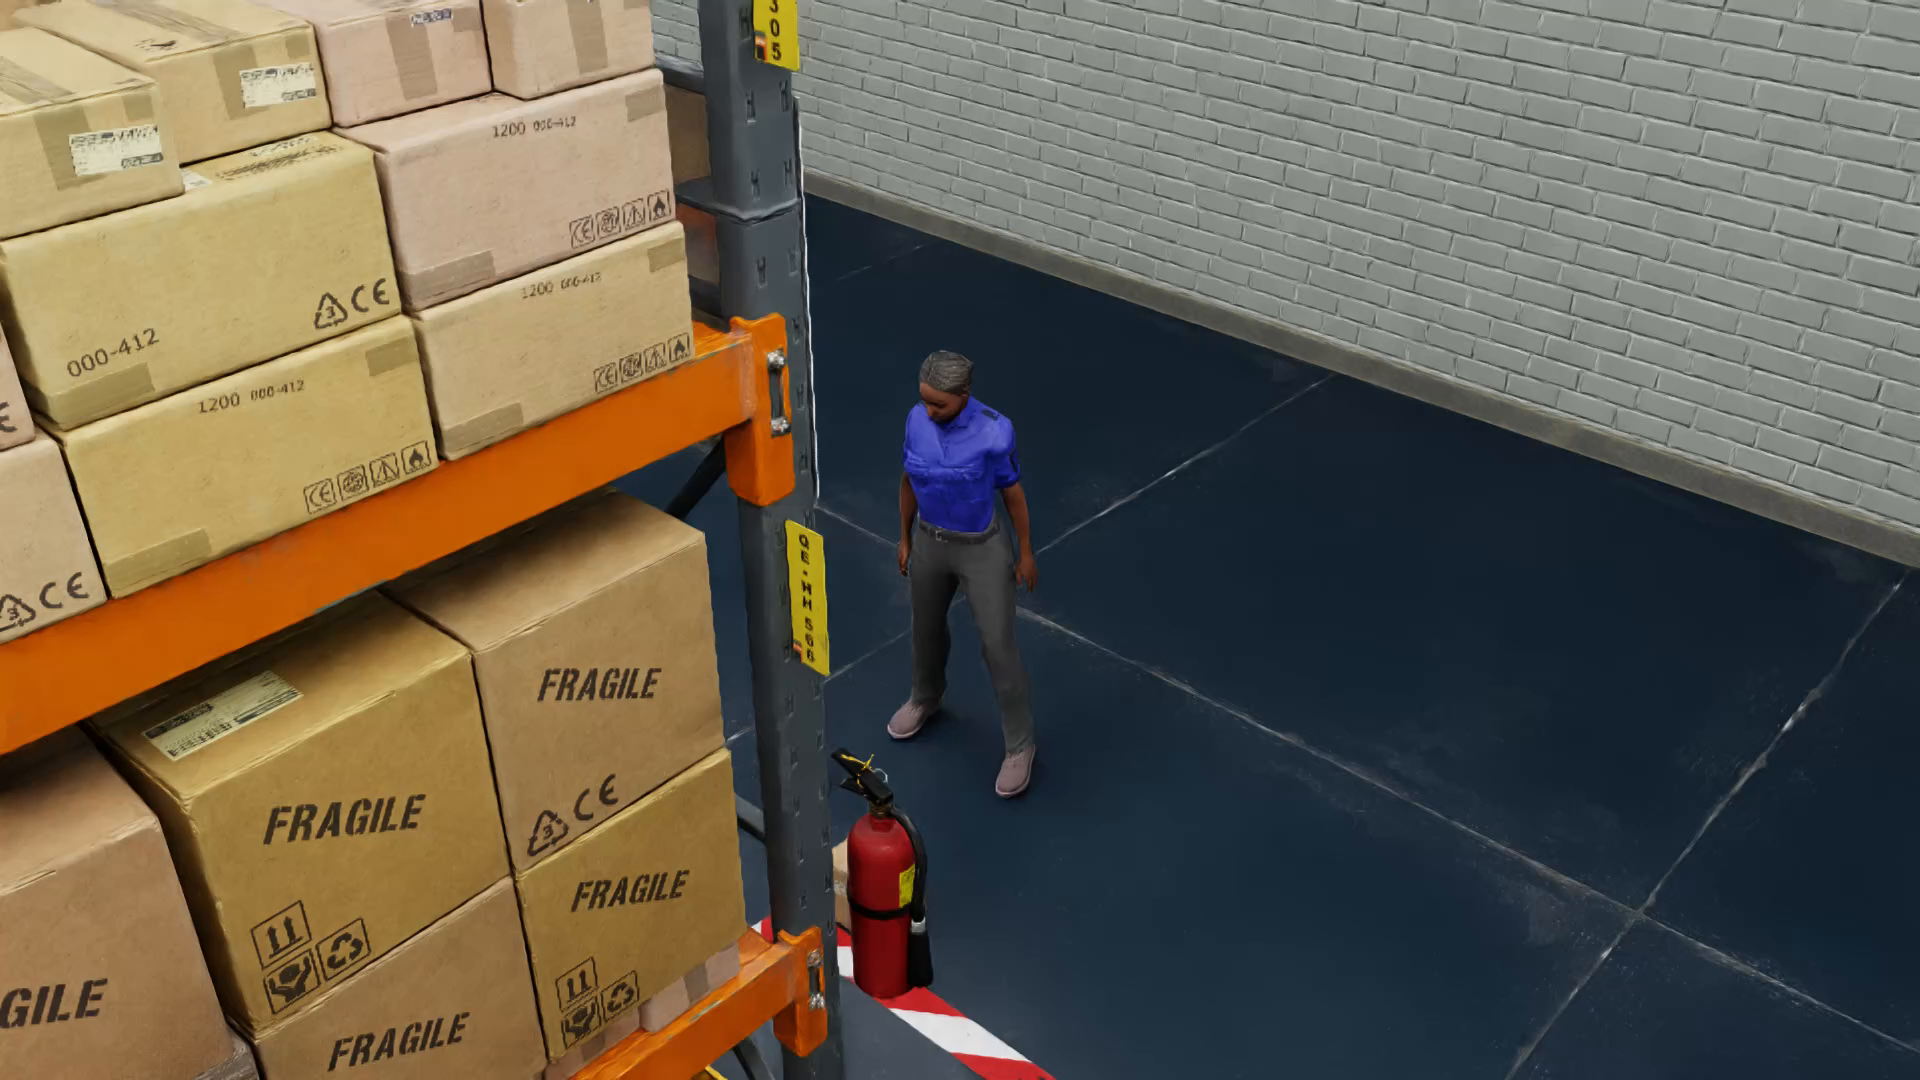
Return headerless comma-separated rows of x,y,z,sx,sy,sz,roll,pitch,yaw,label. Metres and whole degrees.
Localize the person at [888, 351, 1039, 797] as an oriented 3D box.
0.020,0.095,5.959,0.649,1.647,0.426,16,35,24,person
